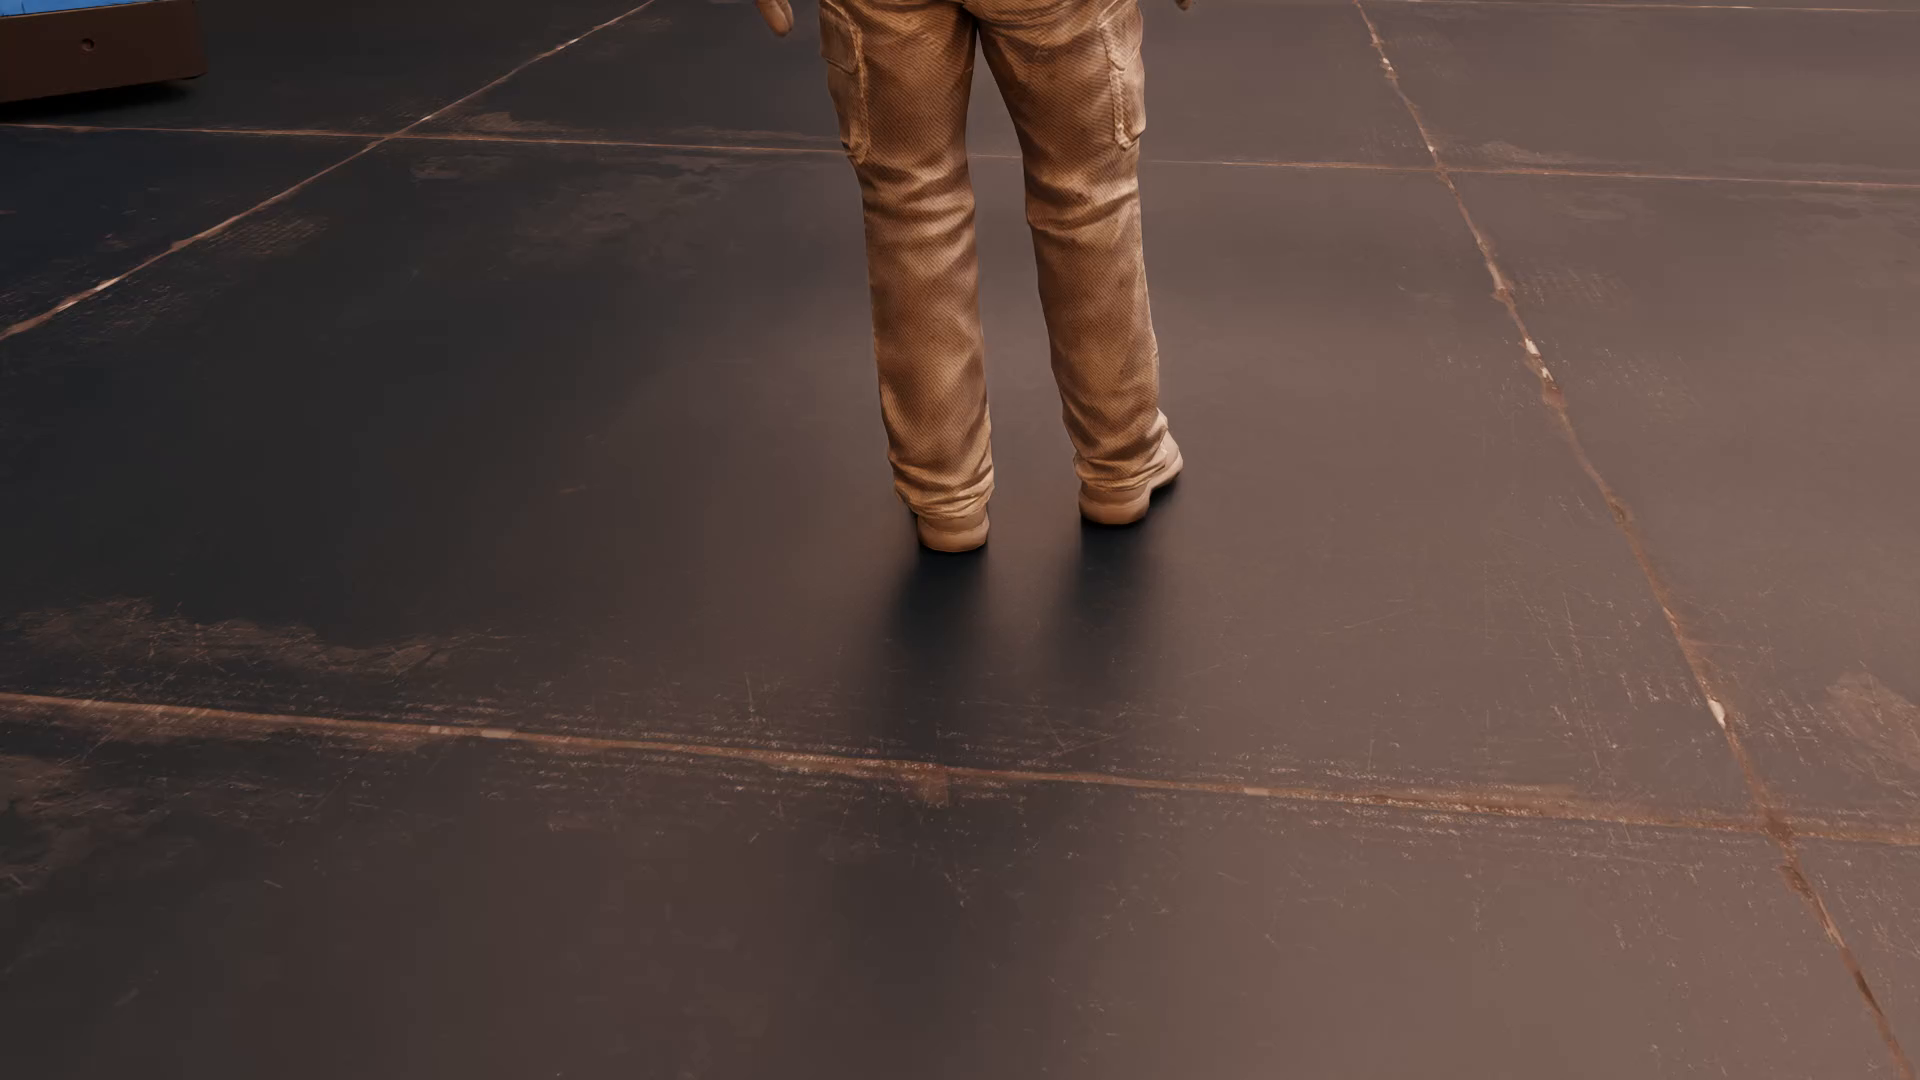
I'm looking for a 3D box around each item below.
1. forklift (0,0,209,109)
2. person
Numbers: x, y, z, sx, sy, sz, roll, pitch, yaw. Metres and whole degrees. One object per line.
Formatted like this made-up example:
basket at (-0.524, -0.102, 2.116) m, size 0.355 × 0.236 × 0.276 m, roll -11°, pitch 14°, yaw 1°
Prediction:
forklift at (-3.803, -3.071, 5.372) m, size 1.130 × 2.935 × 3.031 m, roll -23°, pitch 35°, yaw -38°
person at (0.018, -0.836, 2.162) m, size 0.657 × 1.785 × 0.575 m, roll 3°, pitch 27°, yaw 7°
